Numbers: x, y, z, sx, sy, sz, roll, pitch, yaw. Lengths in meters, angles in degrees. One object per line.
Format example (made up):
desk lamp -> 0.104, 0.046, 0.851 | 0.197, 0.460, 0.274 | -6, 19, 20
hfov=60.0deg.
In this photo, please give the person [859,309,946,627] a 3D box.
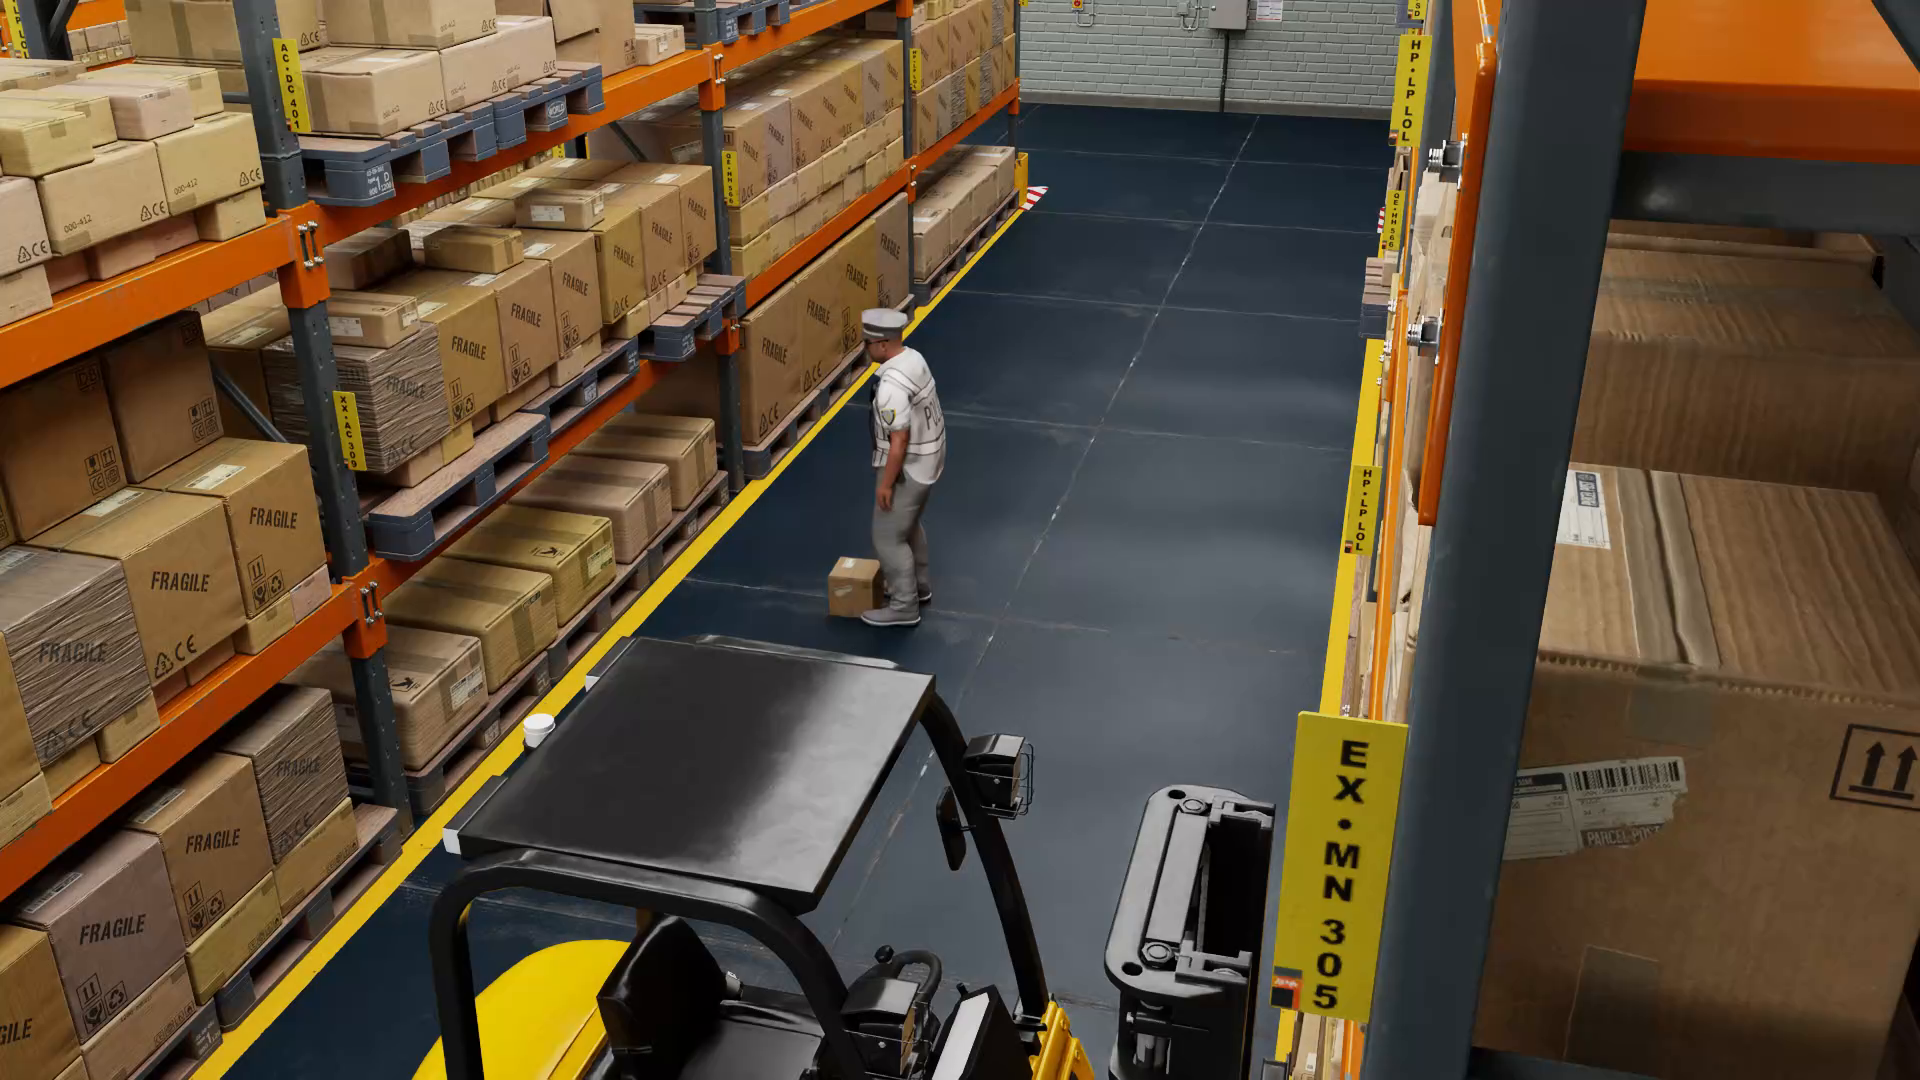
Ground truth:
person -> -0.304, -0.385, 8.921 | 0.436, 1.747, 0.587 | 5, 26, 11
